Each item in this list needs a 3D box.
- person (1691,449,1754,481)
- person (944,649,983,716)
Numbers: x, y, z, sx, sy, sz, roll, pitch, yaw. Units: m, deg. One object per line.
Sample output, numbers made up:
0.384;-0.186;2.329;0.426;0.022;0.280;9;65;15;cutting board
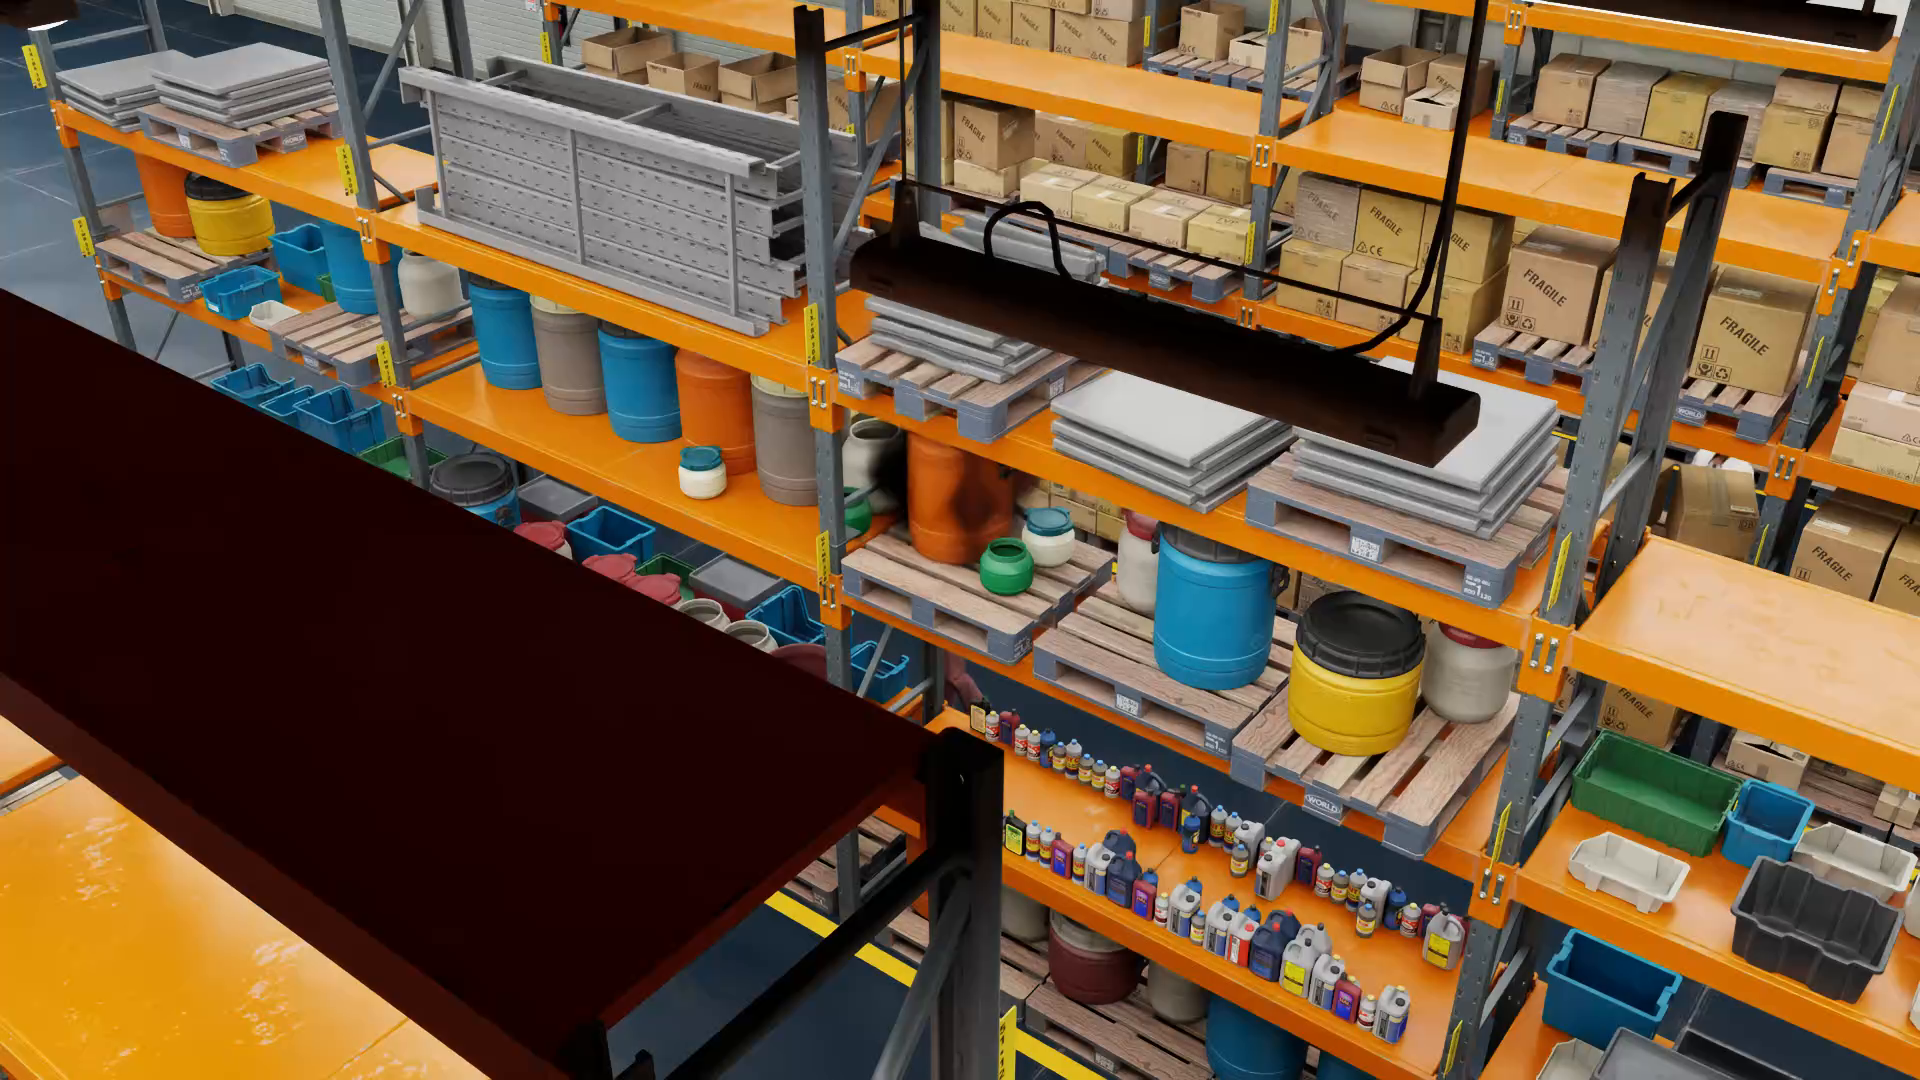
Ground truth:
6.174;-0.127;13.783;0.607;1.787;0.501;24;39;34;person
-0.072;0.666;12.596;0.463;1.689;0.519;-20;36;-29;person
